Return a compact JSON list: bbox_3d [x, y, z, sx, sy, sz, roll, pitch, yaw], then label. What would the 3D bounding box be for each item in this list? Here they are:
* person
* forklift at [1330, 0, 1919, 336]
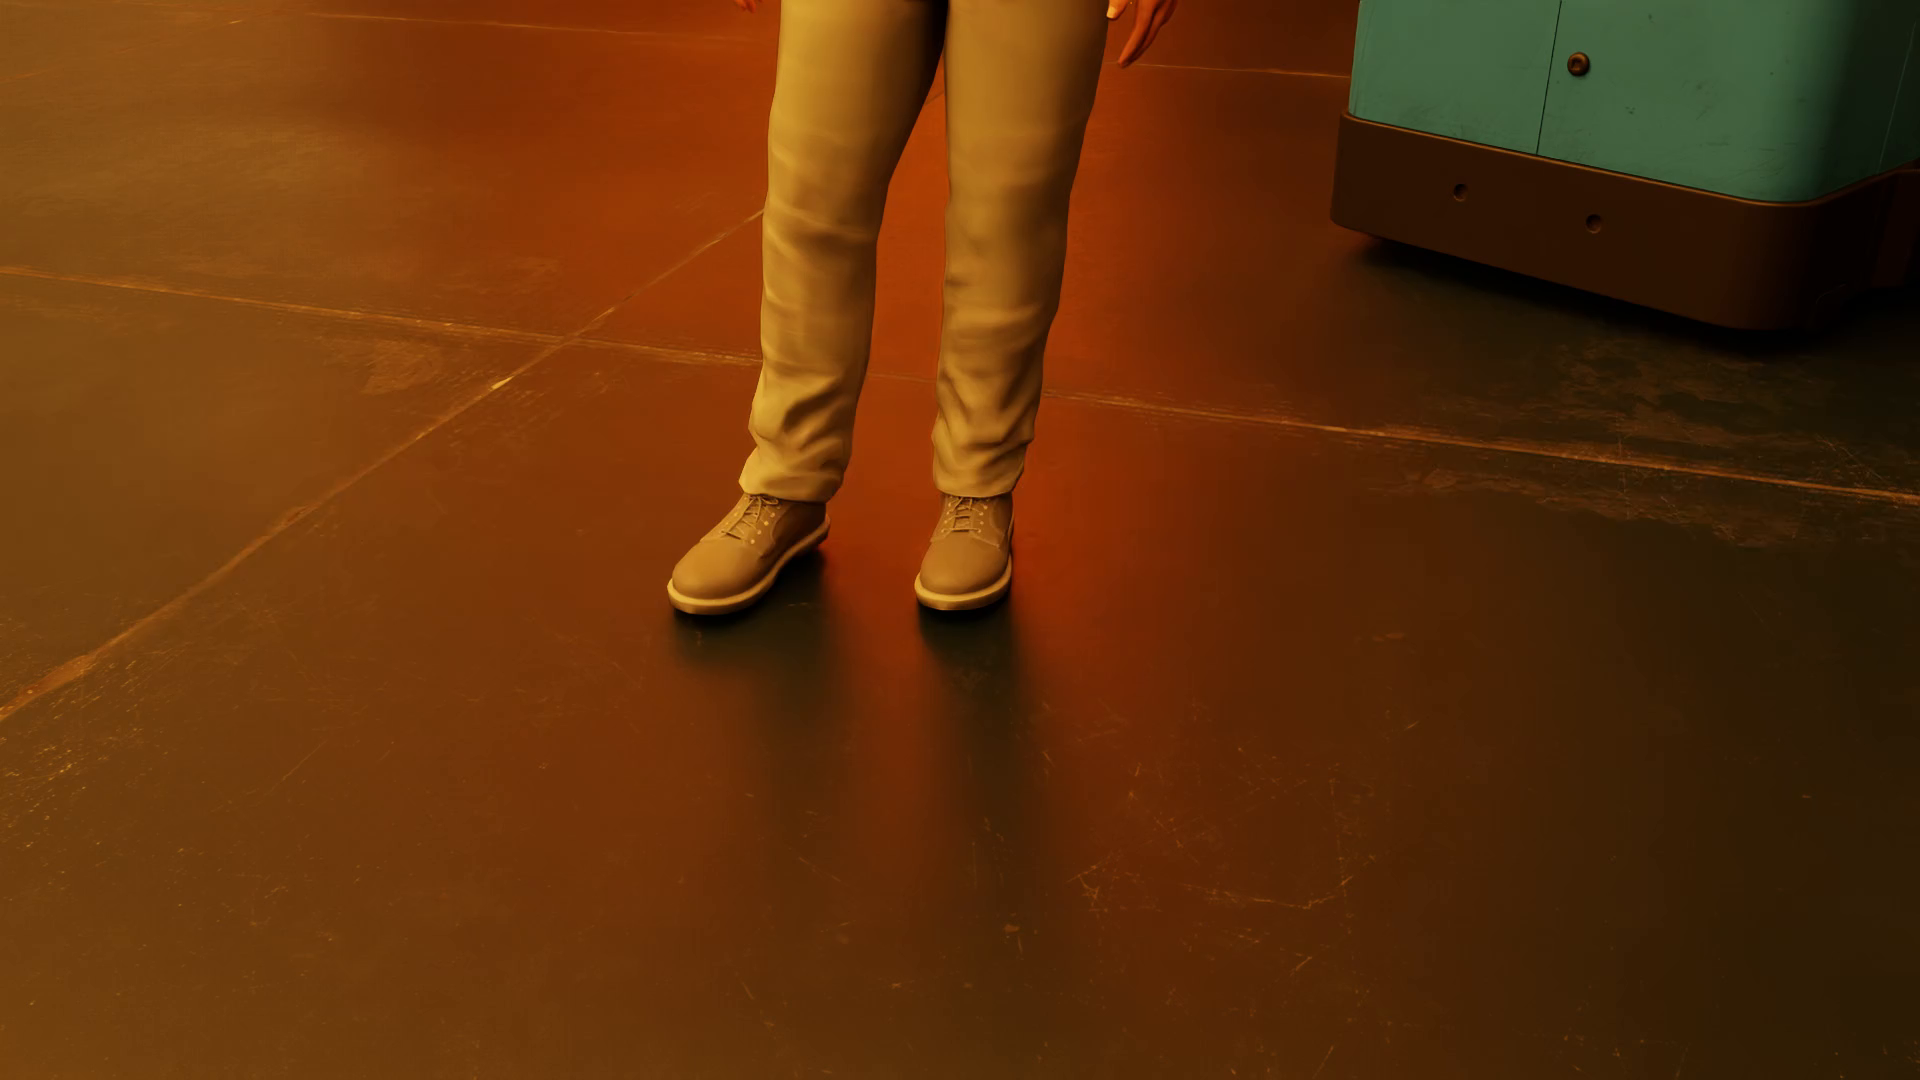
[{"bbox_3d":[-0.035,-0.769,2.028,0.641,1.780,0.574,8,28,16],"label":"person"},{"bbox_3d":[2.276,-2.246,3.676,3.031,2.935,1.130,-22,34,-36],"label":"forklift"}]
